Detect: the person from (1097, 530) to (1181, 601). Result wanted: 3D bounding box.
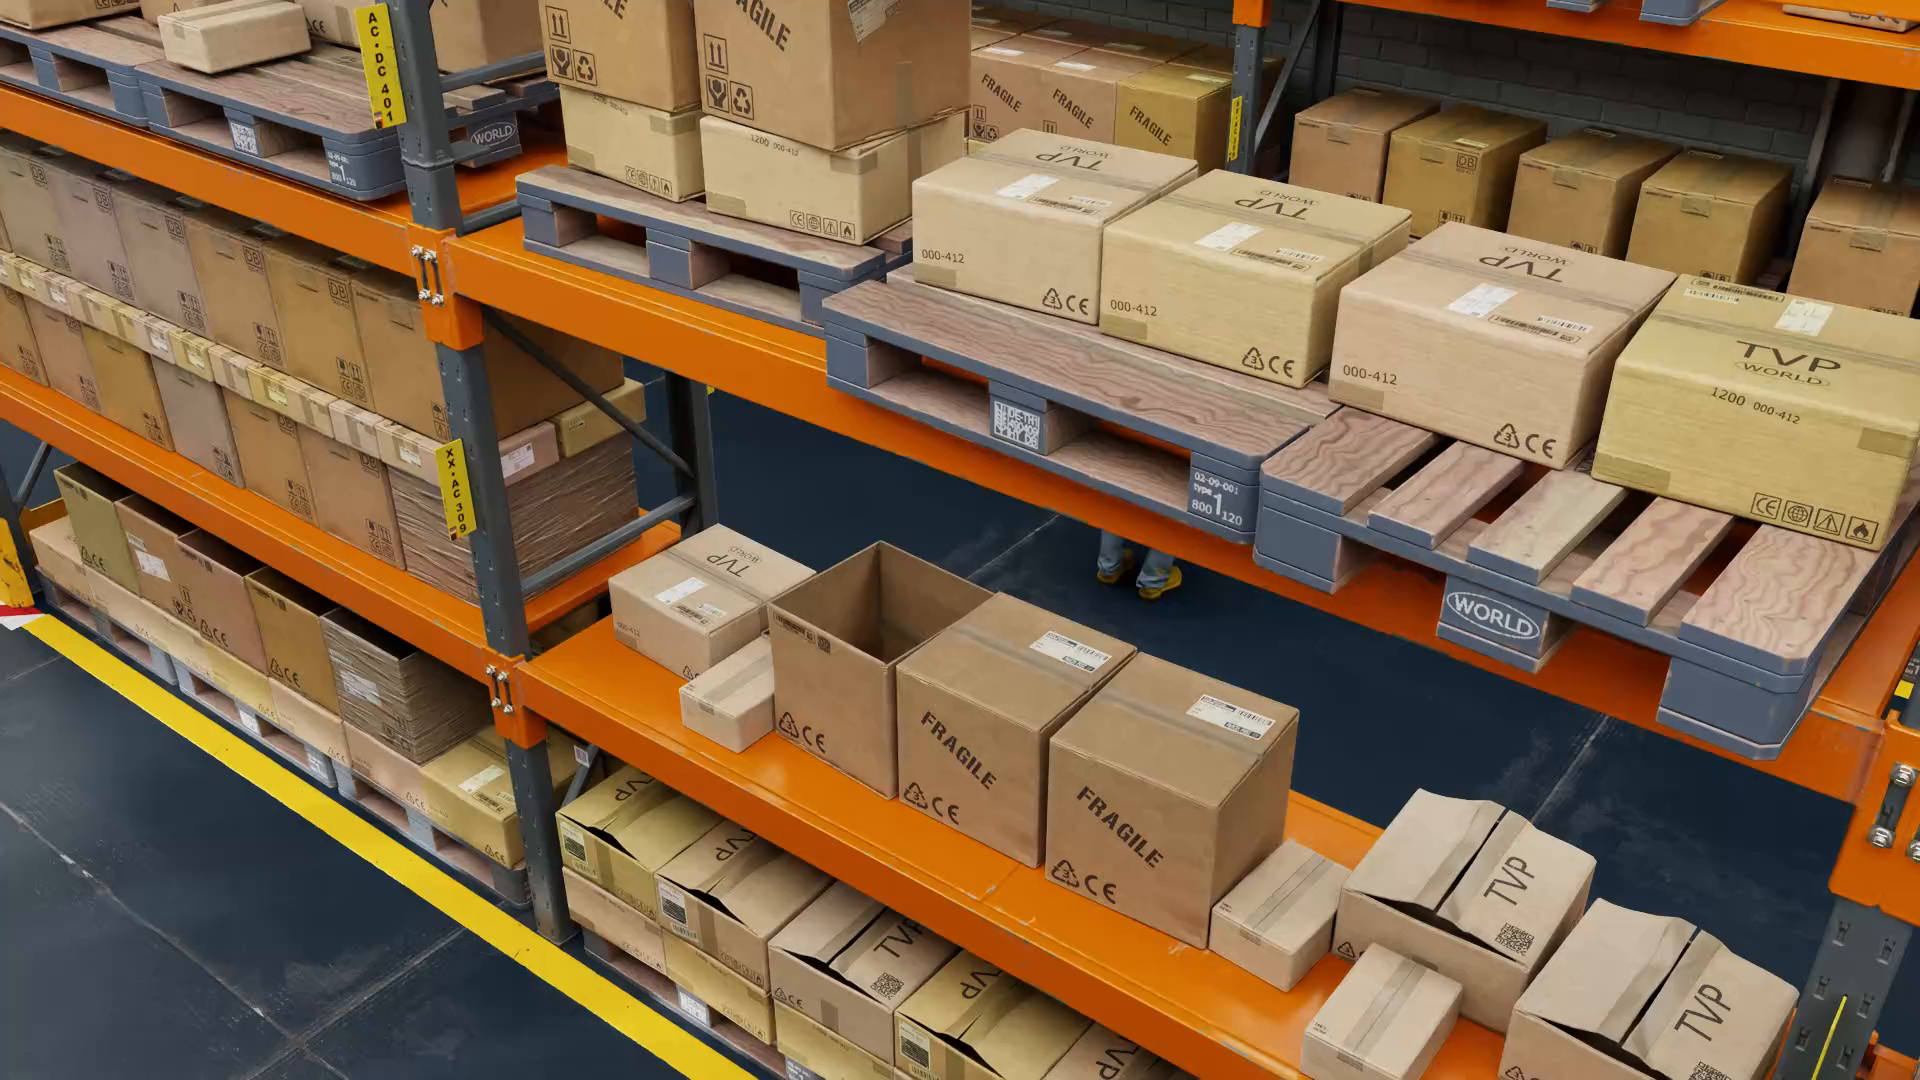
[{"bbox_3d":[1.023,-0.343,8.369,0.484,1.065,0.982,20,36,29],"label":"person"}]
